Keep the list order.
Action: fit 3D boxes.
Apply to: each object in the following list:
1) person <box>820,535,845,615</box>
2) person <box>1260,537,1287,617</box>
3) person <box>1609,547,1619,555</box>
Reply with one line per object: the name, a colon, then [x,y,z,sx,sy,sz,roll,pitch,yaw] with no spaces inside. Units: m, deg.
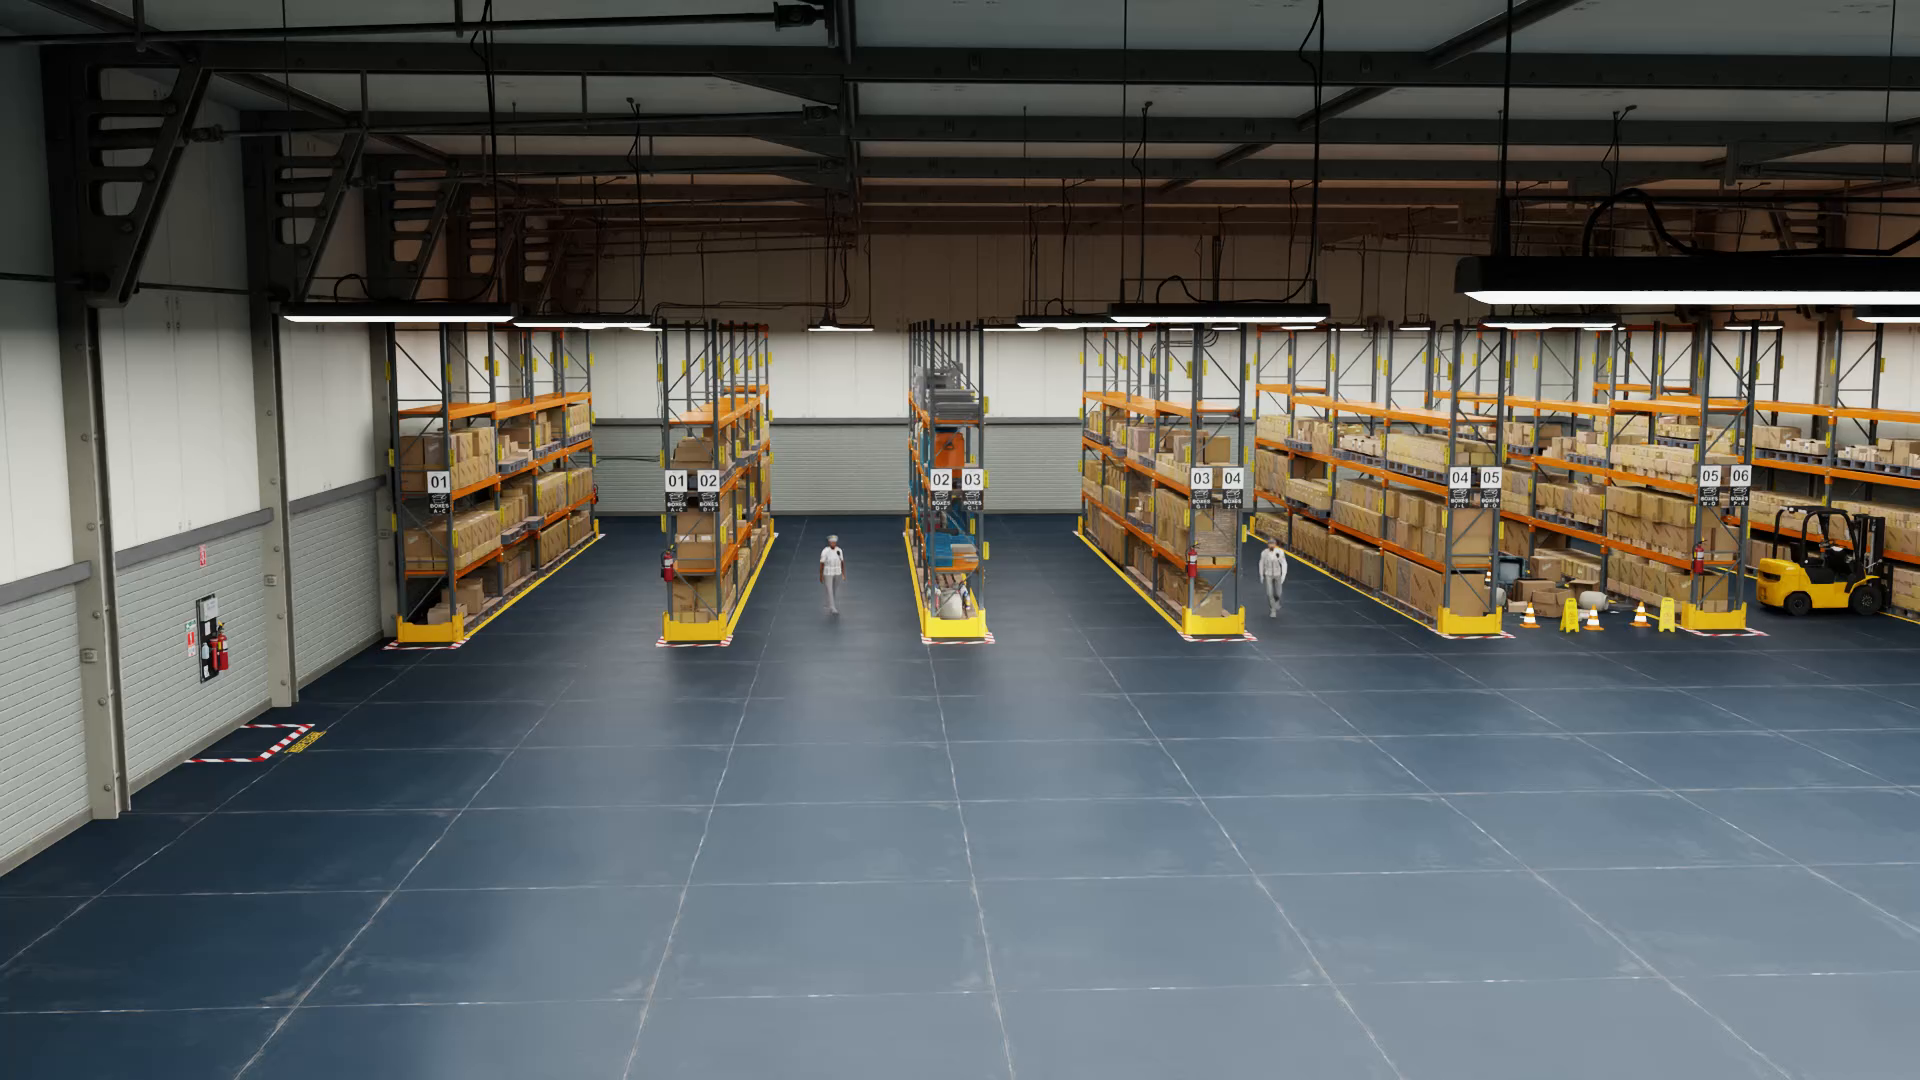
person: [-2.587,0.708,33.916,0.498,1.624,1.038,-4,8,-32]
person: [6.393,0.724,33.968,0.548,1.648,0.597,1,7,11]
person: [16.200,-0.168,40.741,0.659,1.760,0.668,-4,8,-28]
